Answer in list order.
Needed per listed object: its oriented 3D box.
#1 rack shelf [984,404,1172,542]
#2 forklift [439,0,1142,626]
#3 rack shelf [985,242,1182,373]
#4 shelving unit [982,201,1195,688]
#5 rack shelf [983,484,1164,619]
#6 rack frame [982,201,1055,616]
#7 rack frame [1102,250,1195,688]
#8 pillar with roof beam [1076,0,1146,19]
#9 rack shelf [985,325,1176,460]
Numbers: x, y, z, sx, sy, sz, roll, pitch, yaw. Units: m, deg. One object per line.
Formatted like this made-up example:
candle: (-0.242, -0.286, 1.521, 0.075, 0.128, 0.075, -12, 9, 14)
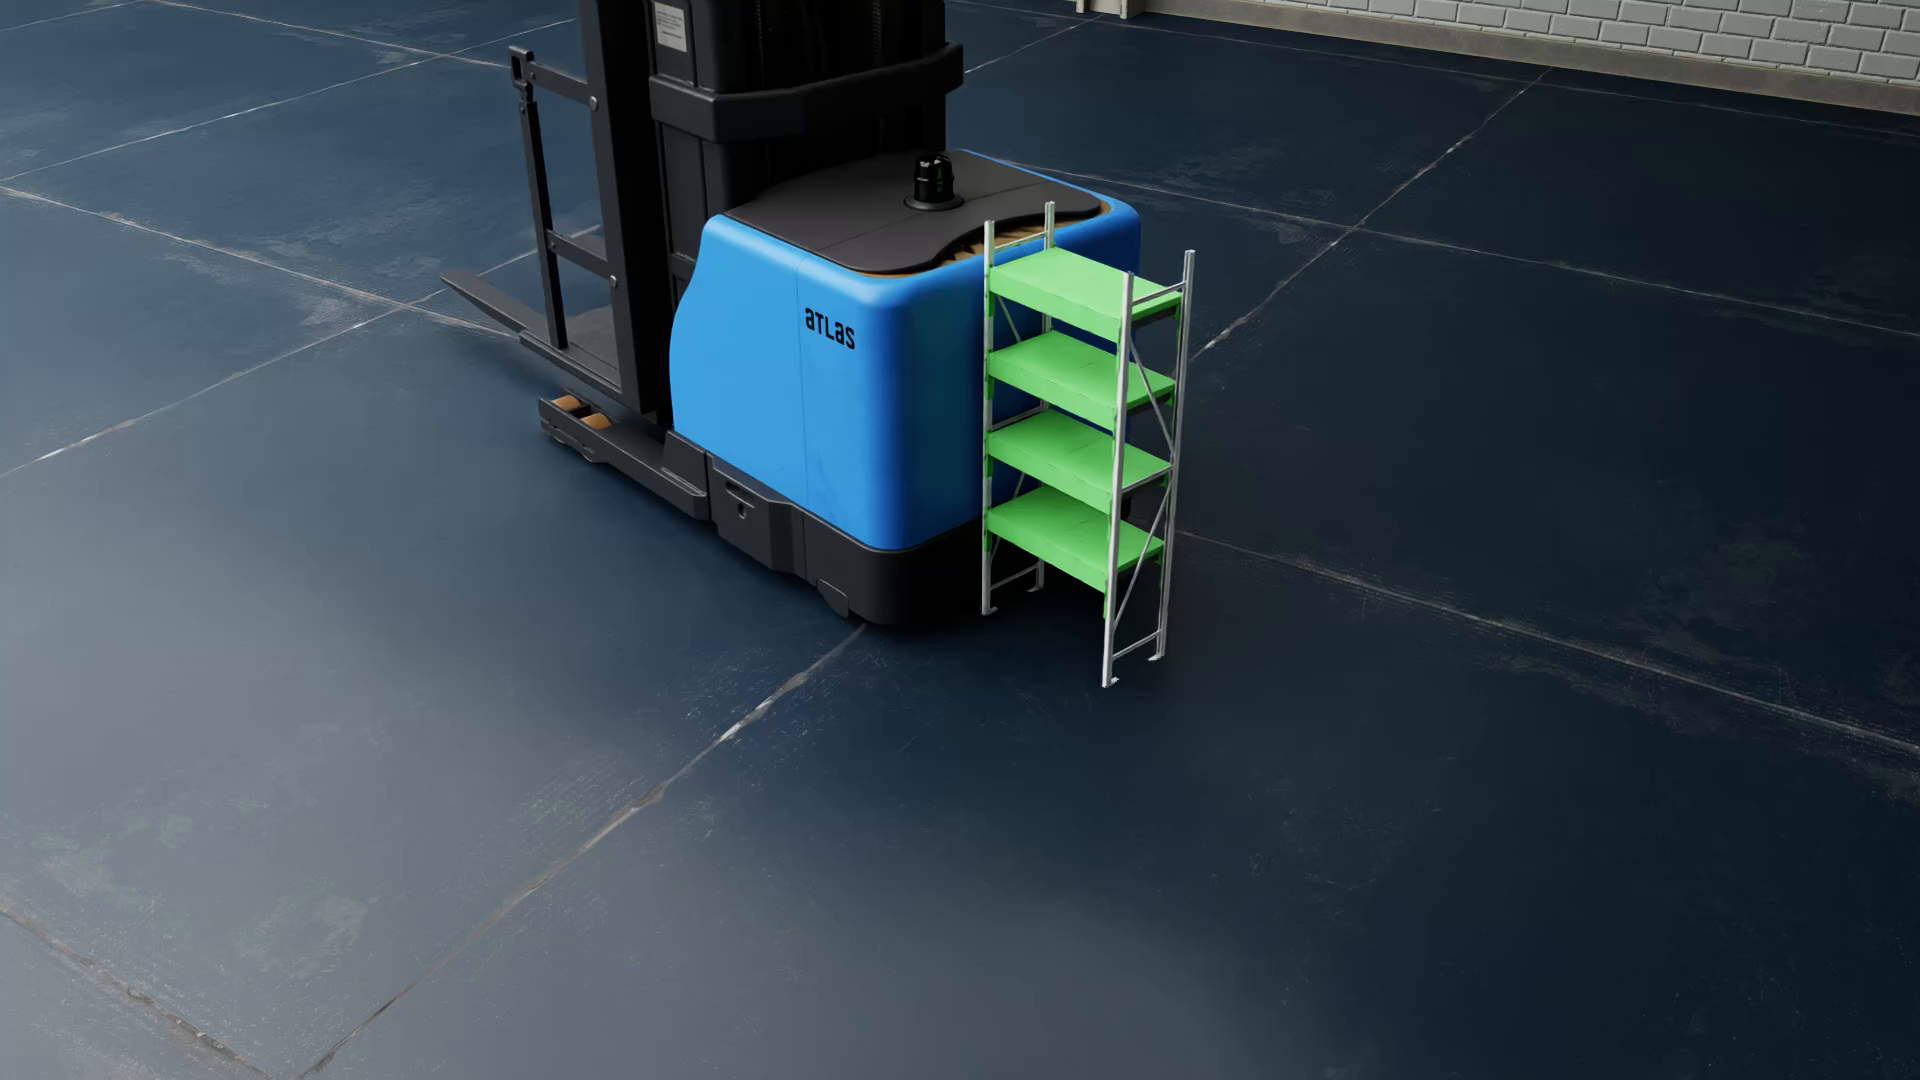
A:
rack shelf: (0.321, -0.191, 4.513, 0.258, 0.148, 0.480, -24, 38, -35)
forklift: (-0.820, -1.683, 5.226, 1.130, 2.935, 3.031, -24, 38, -35)
rack shelf: (0.321, -0.605, 4.271, 0.258, 0.148, 0.480, -24, 38, -35)
shelving unit: (0.321, -0.246, 4.481, 0.258, 1.200, 0.503, -24, 38, -35)
rack shelf: (0.321, 0.017, 4.634, 0.258, 0.148, 0.480, -24, 38, -35)
rack frame: (0.158, -0.337, 4.637, 0.240, 1.200, 0.015, -24, 38, -35)
rack frame: (0.484, -0.154, 4.324, 0.240, 1.200, 0.015, -24, 38, -35)
pillar with roof beam: (-1.235, -5.722, 6.128, 0.400, 9.000, 9.100, 18, 35, 27)
rack shelf: (0.321, -0.398, 4.392, 0.258, 0.148, 0.480, -24, 38, -35)
